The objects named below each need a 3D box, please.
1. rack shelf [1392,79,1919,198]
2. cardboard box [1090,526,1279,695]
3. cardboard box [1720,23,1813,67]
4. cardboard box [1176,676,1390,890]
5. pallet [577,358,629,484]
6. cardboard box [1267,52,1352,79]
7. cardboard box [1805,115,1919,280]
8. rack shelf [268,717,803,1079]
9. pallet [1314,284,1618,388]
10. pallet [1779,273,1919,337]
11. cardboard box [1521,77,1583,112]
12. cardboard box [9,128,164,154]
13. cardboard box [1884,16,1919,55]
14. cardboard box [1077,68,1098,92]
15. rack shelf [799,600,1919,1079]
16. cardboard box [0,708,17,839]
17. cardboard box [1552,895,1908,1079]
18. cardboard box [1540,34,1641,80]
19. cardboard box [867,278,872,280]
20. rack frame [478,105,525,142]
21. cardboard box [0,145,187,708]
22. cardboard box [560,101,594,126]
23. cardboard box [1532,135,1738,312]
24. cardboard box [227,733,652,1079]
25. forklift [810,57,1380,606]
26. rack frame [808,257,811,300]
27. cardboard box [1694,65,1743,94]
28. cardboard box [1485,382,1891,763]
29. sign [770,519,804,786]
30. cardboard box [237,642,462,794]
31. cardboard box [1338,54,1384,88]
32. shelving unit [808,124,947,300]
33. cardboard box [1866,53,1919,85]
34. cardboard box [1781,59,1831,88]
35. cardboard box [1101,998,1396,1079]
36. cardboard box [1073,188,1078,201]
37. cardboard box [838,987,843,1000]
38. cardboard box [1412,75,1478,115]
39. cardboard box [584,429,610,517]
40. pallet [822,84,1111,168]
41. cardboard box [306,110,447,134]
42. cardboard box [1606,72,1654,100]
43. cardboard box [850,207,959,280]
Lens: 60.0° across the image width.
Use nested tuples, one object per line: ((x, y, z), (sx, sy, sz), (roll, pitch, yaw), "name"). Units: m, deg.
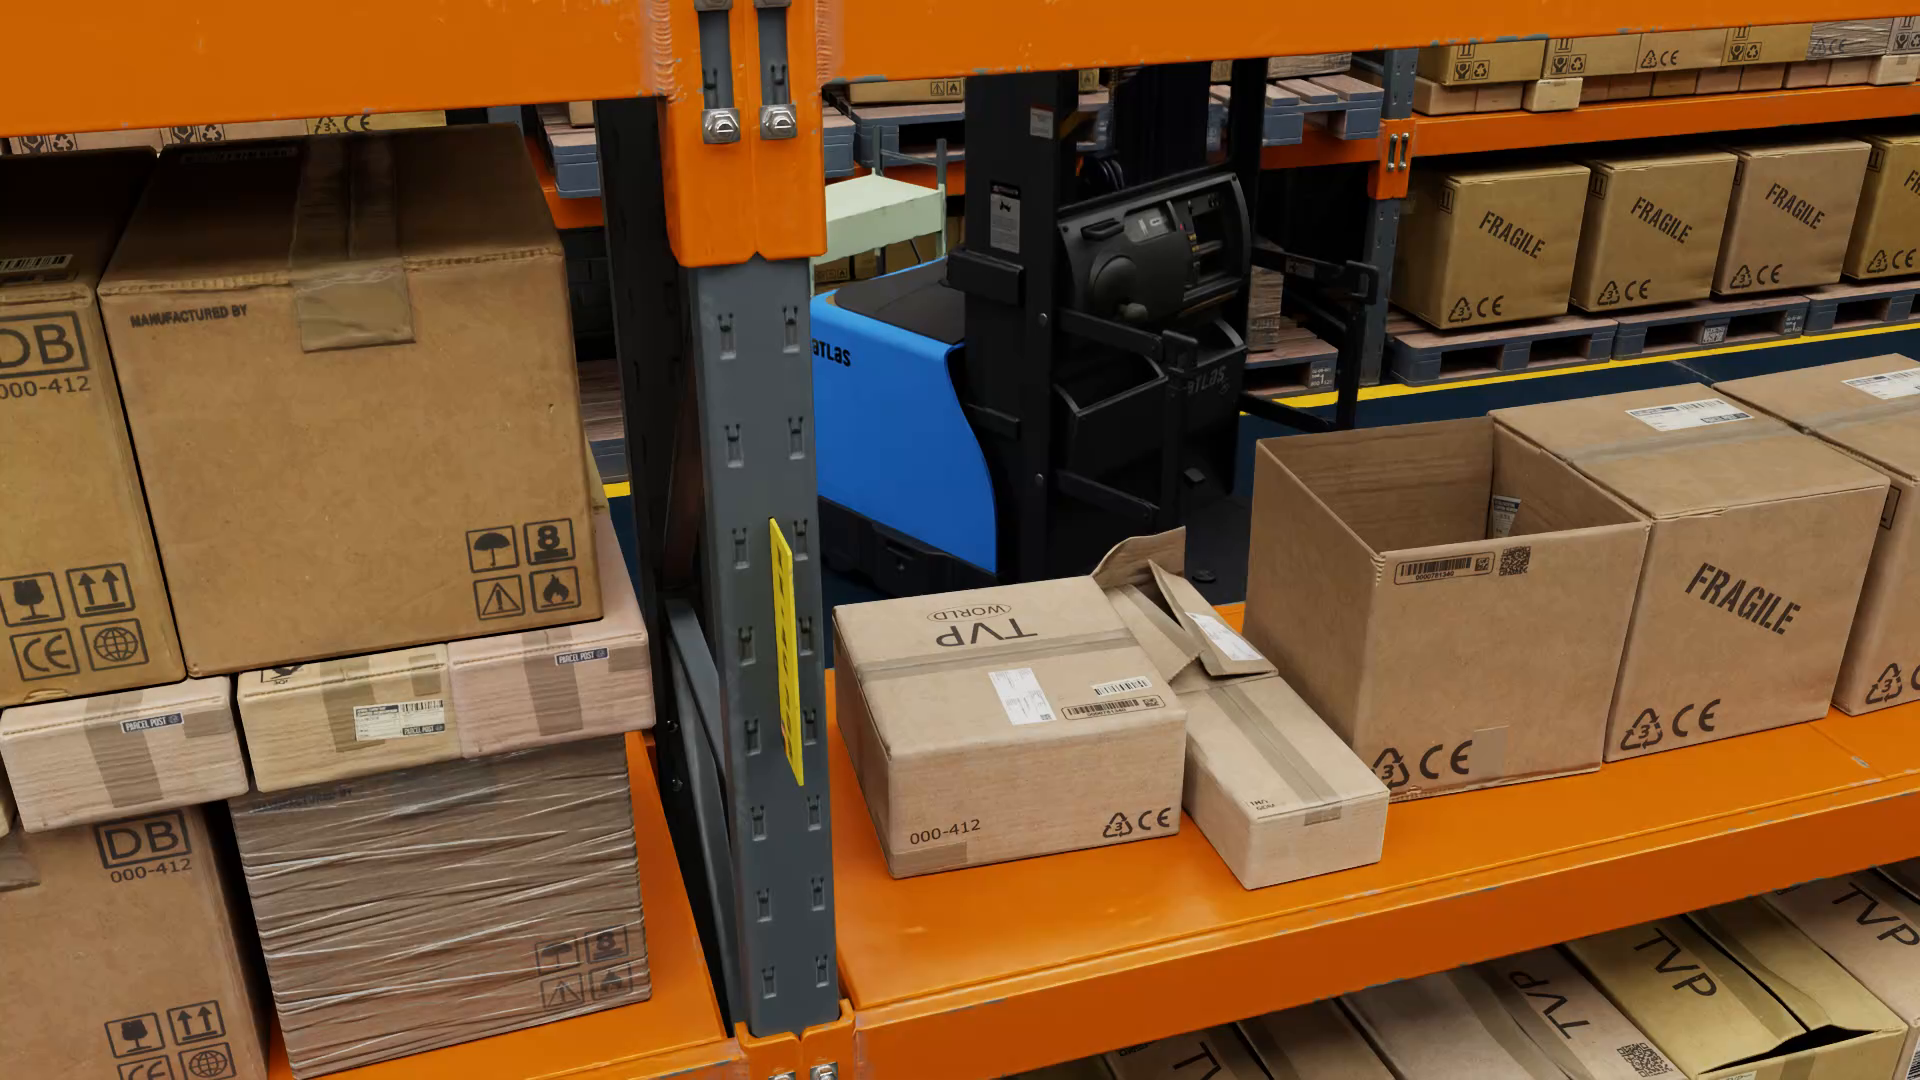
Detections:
((3.783, -2.269, 8.757), (4.000, 0.370, 1.077), (-8, 28, -16), "rack shelf")
((0.394, 0.190, 3.145), (0.258, 0.266, 0.396), (-9, 28, -17), "cardboard box")
((3.888, -2.673, 8.291), (0.500, 0.500, 0.500), (-7, 27, -15), "cardboard box")
((0.521, 0.406, 2.842), (0.250, 0.149, 0.380), (-8, 28, -16), "cardboard box")
((-1.183, -0.624, 7.770), (1.213, 0.211, 1.003), (-8, 28, -16), "pallet")
((1.437, -2.489, 7.783), (0.500, 0.500, 0.700), (-12, 29, -22), "cardboard box")
((5.106, -1.948, 9.245), (0.750, 0.750, 0.750), (-8, 27, -15), "cardboard box")
((-2.287, 0.926, 2.320), (4.000, 0.370, 1.077), (-8, 28, -16), "rack shelf")
((2.654, -1.144, 8.816), (1.213, 0.211, 1.003), (-8, 28, -16), "pallet")
((4.974, -1.480, 9.493), (1.213, 0.211, 1.003), (-8, 28, -16), "pallet")
((2.787, -2.192, 8.052), (0.250, 0.149, 0.380), (-7, 27, -15), "cardboard box")
((-3.231, -1.711, 6.126), (0.500, 0.500, 0.500), (-9, 28, -18), "cardboard box")
((4.841, -2.809, 8.566), (0.500, 0.500, 0.500), (-8, 28, -16), "cardboard box")
((0.259, -2.308, 7.418), (0.500, 0.500, 0.700), (-8, 28, -16), "cardboard box")
((1.517, 0.376, 3.429), (4.000, 0.370, 1.077), (-8, 28, -16), "rack shelf")
((-1.311, 0.228, 2.075), (0.250, 0.149, 0.380), (-8, 28, -16), "cardboard box")
((1.547, 0.957, 3.438), (0.500, 0.311, 0.500), (-7, 27, -15), "cardboard box")
((2.923, -2.530, 8.003), (0.500, 0.500, 0.500), (-7, 27, -14), "cardboard box")
((-0.254, -1.097, 7.902), (0.500, 0.500, 0.700), (-8, 27, -16), "cardboard box")
((-1.922, -1.765, 6.932), (0.127, 3.000, 1.000), (-8, 28, -16), "rack frame")
((-1.285, -0.163, 2.134), (0.500, 0.500, 0.700), (-8, 28, -16), "cardboard box")
((-1.428, -2.063, 6.925), (0.500, 0.500, 0.700), (-8, 28, -16), "cardboard box")
((3.456, -1.705, 8.756), (0.750, 0.750, 0.750), (-8, 28, -16), "cardboard box")
((-0.805, 0.348, 2.564), (0.500, 0.500, 0.700), (-9, 28, -17), "cardboard box")
((0.805, -0.937, 5.341), (3.031, 2.935, 1.130), (23, 35, 39), "forklift")
((-0.709, -0.730, 6.530), (0.400, 1.500, 0.023), (23, 34, 39), "rack frame")
((3.721, -2.376, 8.422), (0.250, 0.149, 0.380), (-8, 28, -16), "cardboard box")
((1.328, 0.044, 3.177), (0.500, 0.500, 0.500), (-8, 28, -16), "cardboard box")
((-0.212, 0.140, 2.032), (0.005, 0.325, 0.100), (-8, 28, -16), "sign")
((-0.813, 0.155, 2.223), (0.250, 0.149, 0.380), (-9, 28, -17), "cardboard box")
((2.111, -2.366, 8.402), (0.250, 0.149, 0.380), (-8, 27, -15), "cardboard box")
((-0.455, -0.847, 6.766), (0.431, 1.500, 0.755), (23, 34, 39), "shelving unit")
((4.725, -2.474, 8.621), (0.250, 0.149, 0.380), (-8, 28, -16), "cardboard box")
((4.229, -2.441, 8.553), (0.250, 0.149, 0.380), (-9, 28, -18), "cardboard box")
((0.563, 1.103, 3.145), (0.500, 0.311, 0.500), (-9, 28, -17), "cardboard box")
((0.651, -1.556, 7.984), (0.500, 0.250, 0.500), (-8, 27, -15), "cardboard box")
((-0.089, 0.944, 3.464), (0.500, 0.311, 0.500), (-8, 28, -16), "cardboard box")
((2.266, -2.160, 7.987), (0.250, 0.149, 0.380), (-9, 28, -17), "cardboard box")
((-0.700, -0.052, 2.639), (0.250, 0.149, 0.380), (-8, 28, -16), "cardboard box")
((0.011, -1.940, 7.501), (1.213, 0.211, 1.003), (-8, 28, -16), "pallet")
((-2.276, -1.847, 6.400), (0.500, 0.500, 0.500), (-8, 28, -16), "cardboard box")
((3.232, -2.318, 8.306), (0.250, 0.149, 0.380), (-8, 27, -15), "cardboard box")
((-0.317, -1.422, 7.715), (0.500, 0.250, 0.500), (-9, 28, -18), "cardboard box")
